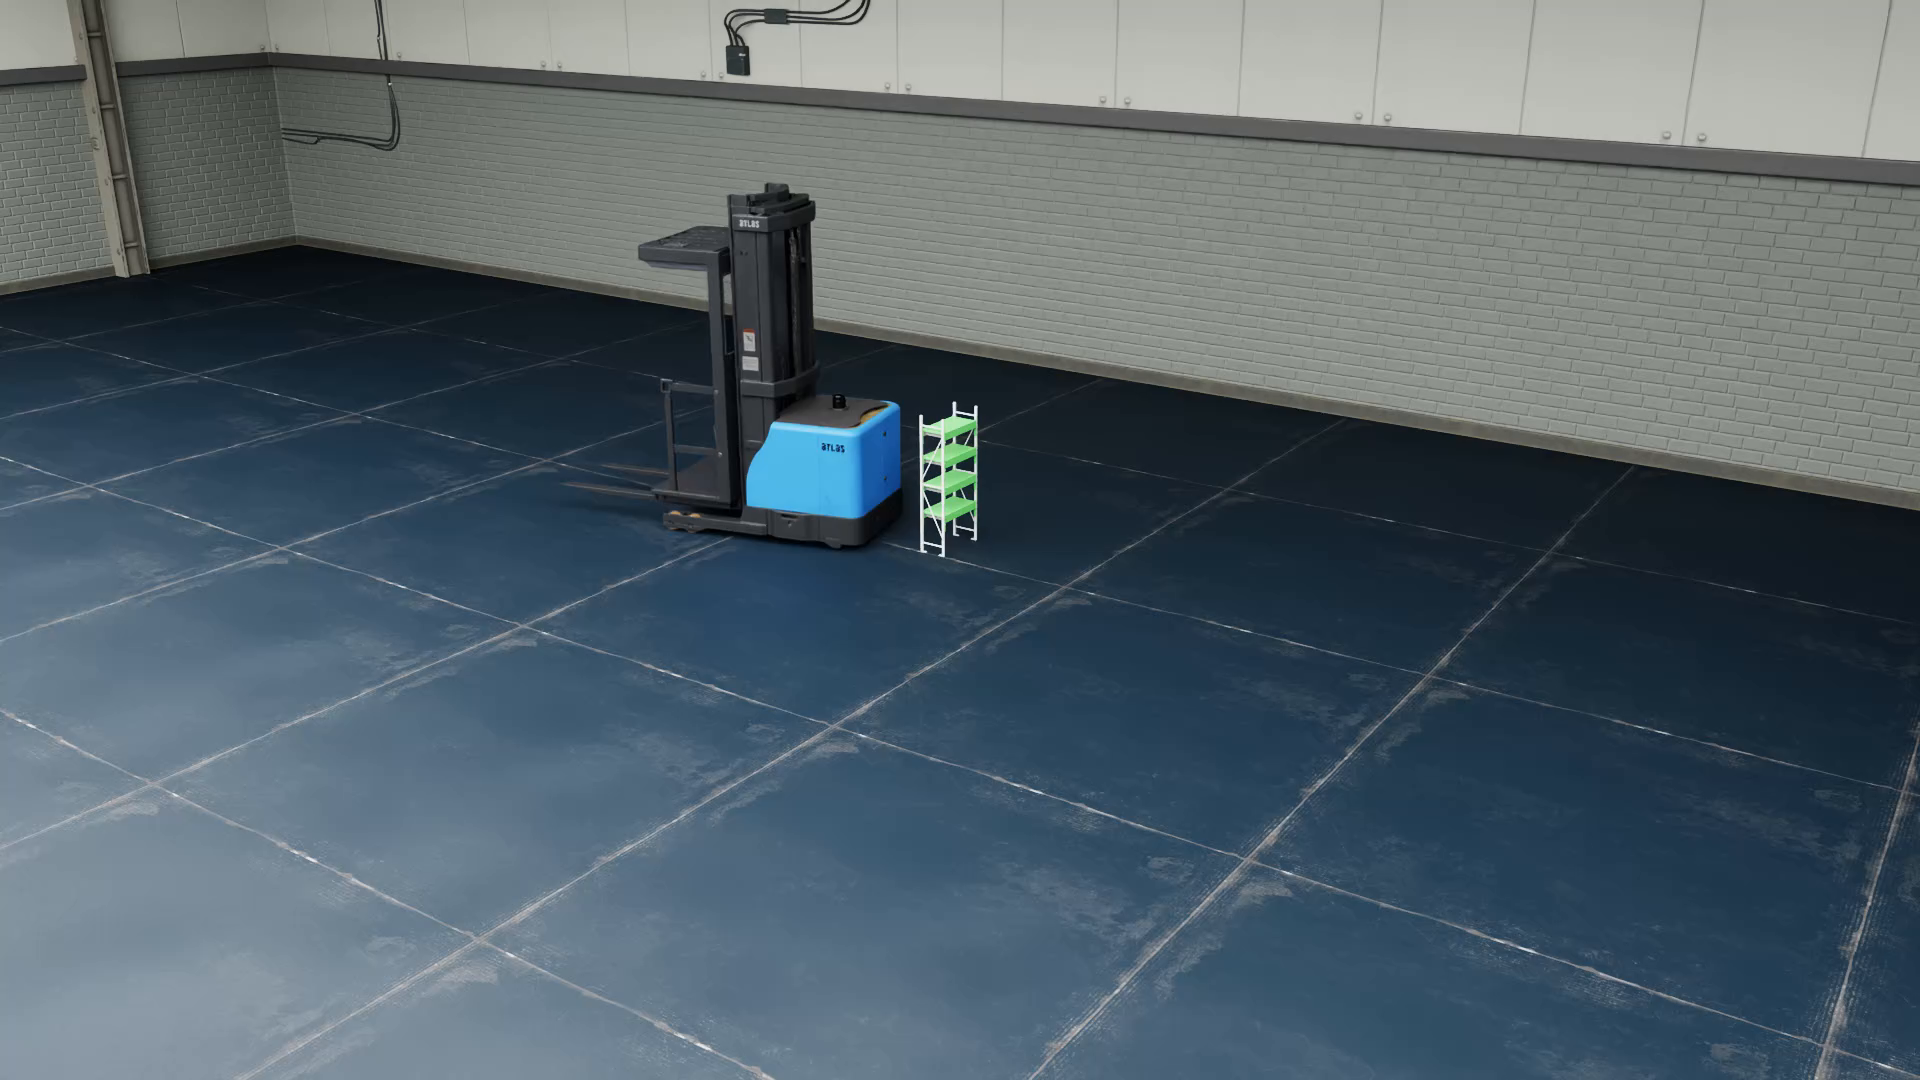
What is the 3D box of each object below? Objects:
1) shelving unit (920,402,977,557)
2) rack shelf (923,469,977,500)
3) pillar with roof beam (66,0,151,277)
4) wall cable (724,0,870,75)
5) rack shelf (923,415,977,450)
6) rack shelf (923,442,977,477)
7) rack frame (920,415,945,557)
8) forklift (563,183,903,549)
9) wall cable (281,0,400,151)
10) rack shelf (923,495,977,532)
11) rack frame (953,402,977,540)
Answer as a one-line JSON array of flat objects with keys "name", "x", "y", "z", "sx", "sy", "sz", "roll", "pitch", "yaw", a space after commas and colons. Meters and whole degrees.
[{"name": "shelving unit", "x": -0.093, "y": -0.515, "z": 14.076, "sx": 0.258, "sy": 1.200, "sz": 0.503, "roll": 13, "pitch": 24, "yaw": 32}, {"name": "rack shelf", "x": -0.093, "y": -0.455, "z": 14.098, "sx": 0.258, "sy": 0.148, "sz": 0.480, "roll": 13, "pitch": 24, "yaw": 32}, {"name": "pillar with roof beam", "x": -9.062, "y": -7.436, "z": 21.545, "sx": 9.100, "sy": 9.000, "sz": 0.400, "roll": 13, "pitch": 24, "yaw": 32}, {"name": "wall cable", "x": -2.031, "y": -8.602, "z": 19.796, "sx": 2.305, "sy": 6.003, "sz": 0.169, "roll": 13, "pitch": 24, "yaw": 32}, {"name": "rack shelf", "x": -0.093, "y": -0.906, "z": 13.931, "sx": 0.258, "sy": 0.148, "sz": 0.480, "roll": 13, "pitch": 24, "yaw": 32}, {"name": "rack shelf", "x": -0.093, "y": -0.680, "z": 14.015, "sx": 0.258, "sy": 0.148, "sz": 0.480, "roll": 13, "pitch": 24, "yaw": 32}, {"name": "rack frame", "x": -0.230, "y": -0.445, "z": 13.887, "sx": 0.240, "sy": 1.200, "sz": 0.015, "roll": 13, "pitch": 24, "yaw": 32}, {"name": "forklift", "x": -2.083, "y": -1.600, "z": 14.512, "sx": 3.031, "sy": 2.935, "sz": 1.130, "roll": 7, "pitch": 22, "yaw": 19}, {"name": "wall cable", "x": -9.873, "y": -7.407, "z": 25.942, "sx": 3.097, "sy": 2.526, "sz": 0.112, "roll": 13, "pitch": 24, "yaw": 32}, {"name": "rack shelf", "x": -0.093, "y": -0.230, "z": 14.181, "sx": 0.258, "sy": 0.148, "sz": 0.480, "roll": 13, "pitch": 24, "yaw": 32}, {"name": "rack frame", "x": 0.044, "y": -0.585, "z": 14.265, "sx": 0.240, "sy": 1.200, "sz": 0.015, "roll": 13, "pitch": 24, "yaw": 32}]
